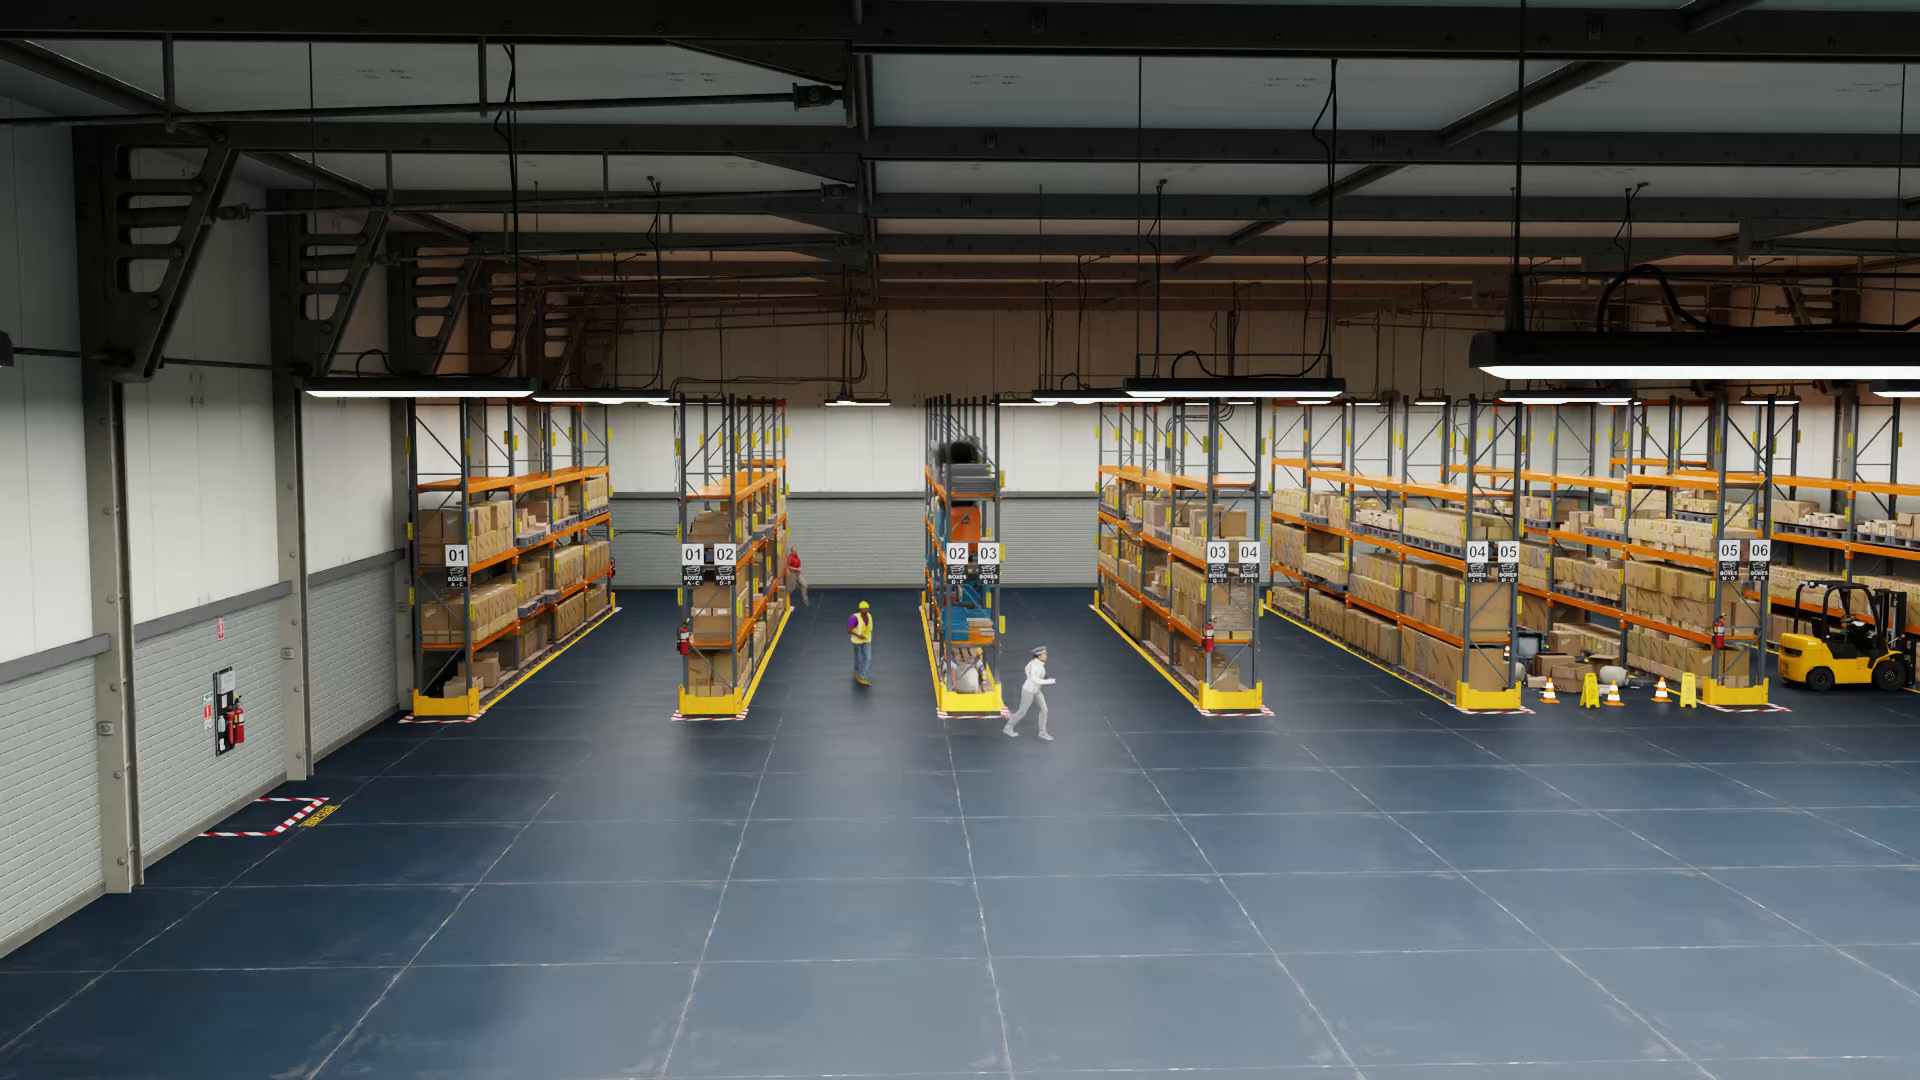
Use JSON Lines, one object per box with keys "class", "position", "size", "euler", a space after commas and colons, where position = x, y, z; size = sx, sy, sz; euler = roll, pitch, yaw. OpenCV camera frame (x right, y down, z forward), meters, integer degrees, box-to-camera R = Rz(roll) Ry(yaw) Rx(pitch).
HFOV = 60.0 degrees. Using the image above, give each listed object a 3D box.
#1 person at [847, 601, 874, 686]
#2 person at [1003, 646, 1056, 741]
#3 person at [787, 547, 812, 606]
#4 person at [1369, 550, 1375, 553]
{"class": "person", "position": [-2.090, 2.119, 34.539], "size": [0.672, 1.737, 0.844], "euler": [-2, 5, -27]}
{"class": "person", "position": [1.210, 2.635, 28.663], "size": [0.940, 1.659, 0.601], "euler": [2, 5, 19]}
{"class": "person", "position": [-4.796, 1.072, 48.182], "size": [0.882, 1.767, 0.668], "euler": [2, 5, 27]}
{"class": "person", "position": [12.220, 1.084, 48.882], "size": [0.750, 1.560, 0.561], "euler": [-1, 5, -16]}
